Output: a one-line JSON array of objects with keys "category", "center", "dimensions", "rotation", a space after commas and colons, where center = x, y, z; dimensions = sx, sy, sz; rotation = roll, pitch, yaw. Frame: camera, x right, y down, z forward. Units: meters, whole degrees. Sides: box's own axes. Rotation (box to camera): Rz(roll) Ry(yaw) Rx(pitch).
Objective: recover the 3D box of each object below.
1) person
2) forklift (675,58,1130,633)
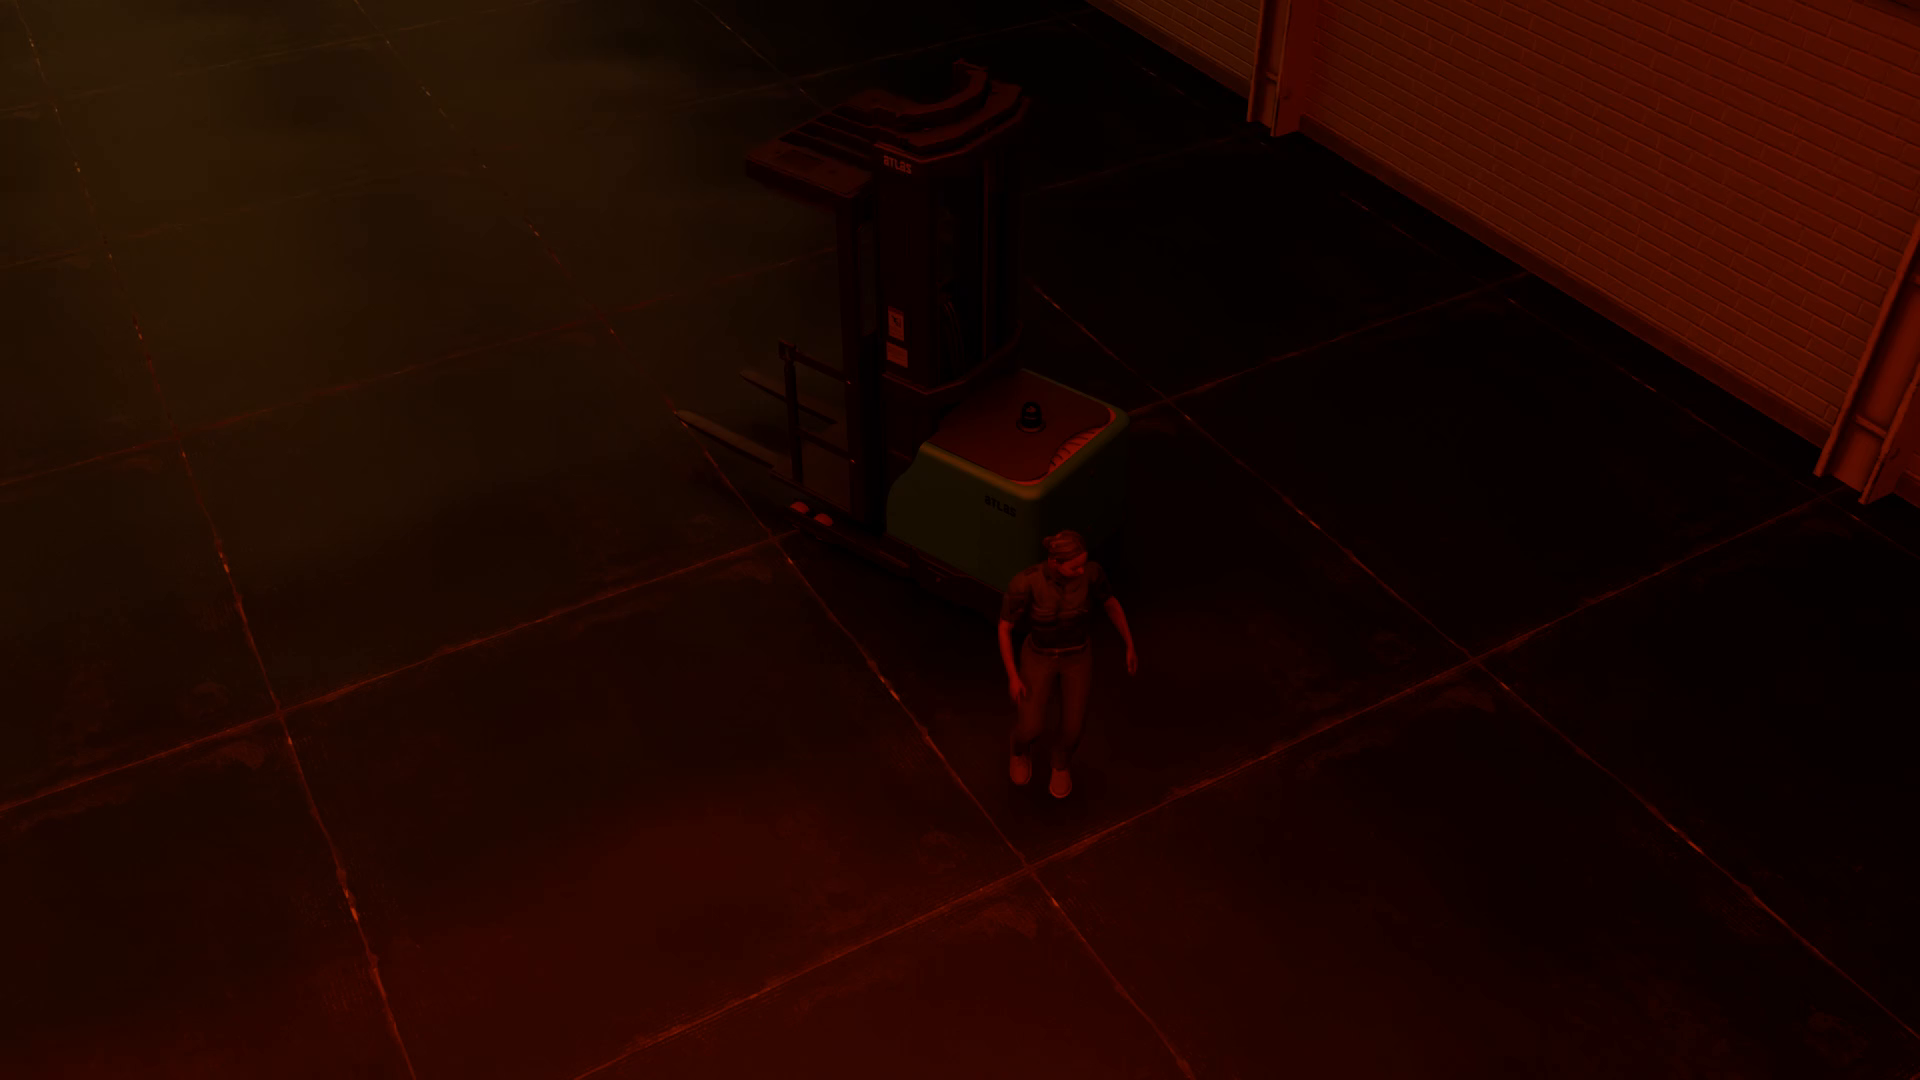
[{"category": "person", "center": [0.541, 0.634, 8.308], "dimensions": [0.709, 1.641, 0.434], "rotation": [-3, 40, -4]}, {"category": "forklift", "center": [-0.481, -1.366, 9.683], "dimensions": [3.031, 2.935, 1.130], "rotation": [26, 46, 28]}]
